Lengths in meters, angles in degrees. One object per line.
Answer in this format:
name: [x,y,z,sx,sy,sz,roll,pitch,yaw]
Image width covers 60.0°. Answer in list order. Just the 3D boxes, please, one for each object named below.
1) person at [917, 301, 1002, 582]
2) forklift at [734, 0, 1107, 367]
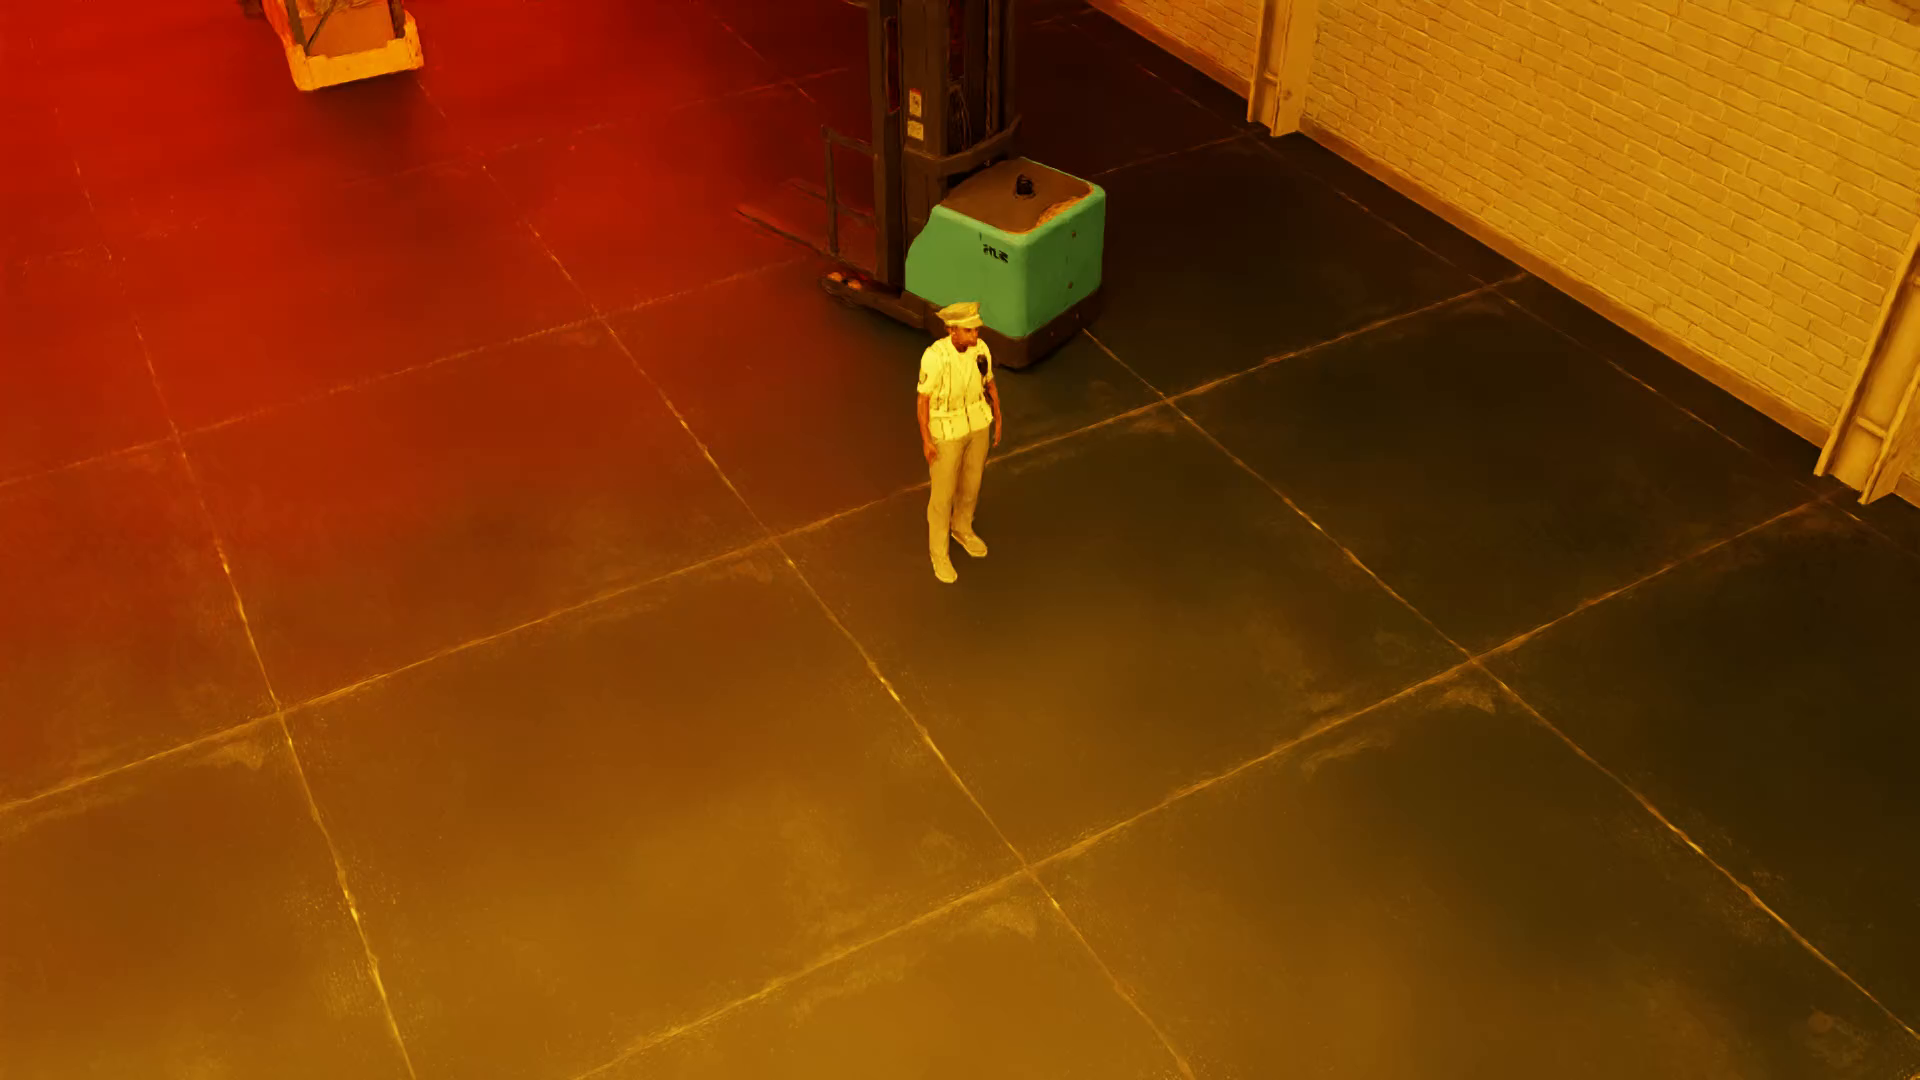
person: [0.021,-0.610,9.729,0.570,1.695,0.529,-20,44,-23]
forklift: [-0.413,-3.132,11.812,3.031,2.935,1.130,28,47,30]
